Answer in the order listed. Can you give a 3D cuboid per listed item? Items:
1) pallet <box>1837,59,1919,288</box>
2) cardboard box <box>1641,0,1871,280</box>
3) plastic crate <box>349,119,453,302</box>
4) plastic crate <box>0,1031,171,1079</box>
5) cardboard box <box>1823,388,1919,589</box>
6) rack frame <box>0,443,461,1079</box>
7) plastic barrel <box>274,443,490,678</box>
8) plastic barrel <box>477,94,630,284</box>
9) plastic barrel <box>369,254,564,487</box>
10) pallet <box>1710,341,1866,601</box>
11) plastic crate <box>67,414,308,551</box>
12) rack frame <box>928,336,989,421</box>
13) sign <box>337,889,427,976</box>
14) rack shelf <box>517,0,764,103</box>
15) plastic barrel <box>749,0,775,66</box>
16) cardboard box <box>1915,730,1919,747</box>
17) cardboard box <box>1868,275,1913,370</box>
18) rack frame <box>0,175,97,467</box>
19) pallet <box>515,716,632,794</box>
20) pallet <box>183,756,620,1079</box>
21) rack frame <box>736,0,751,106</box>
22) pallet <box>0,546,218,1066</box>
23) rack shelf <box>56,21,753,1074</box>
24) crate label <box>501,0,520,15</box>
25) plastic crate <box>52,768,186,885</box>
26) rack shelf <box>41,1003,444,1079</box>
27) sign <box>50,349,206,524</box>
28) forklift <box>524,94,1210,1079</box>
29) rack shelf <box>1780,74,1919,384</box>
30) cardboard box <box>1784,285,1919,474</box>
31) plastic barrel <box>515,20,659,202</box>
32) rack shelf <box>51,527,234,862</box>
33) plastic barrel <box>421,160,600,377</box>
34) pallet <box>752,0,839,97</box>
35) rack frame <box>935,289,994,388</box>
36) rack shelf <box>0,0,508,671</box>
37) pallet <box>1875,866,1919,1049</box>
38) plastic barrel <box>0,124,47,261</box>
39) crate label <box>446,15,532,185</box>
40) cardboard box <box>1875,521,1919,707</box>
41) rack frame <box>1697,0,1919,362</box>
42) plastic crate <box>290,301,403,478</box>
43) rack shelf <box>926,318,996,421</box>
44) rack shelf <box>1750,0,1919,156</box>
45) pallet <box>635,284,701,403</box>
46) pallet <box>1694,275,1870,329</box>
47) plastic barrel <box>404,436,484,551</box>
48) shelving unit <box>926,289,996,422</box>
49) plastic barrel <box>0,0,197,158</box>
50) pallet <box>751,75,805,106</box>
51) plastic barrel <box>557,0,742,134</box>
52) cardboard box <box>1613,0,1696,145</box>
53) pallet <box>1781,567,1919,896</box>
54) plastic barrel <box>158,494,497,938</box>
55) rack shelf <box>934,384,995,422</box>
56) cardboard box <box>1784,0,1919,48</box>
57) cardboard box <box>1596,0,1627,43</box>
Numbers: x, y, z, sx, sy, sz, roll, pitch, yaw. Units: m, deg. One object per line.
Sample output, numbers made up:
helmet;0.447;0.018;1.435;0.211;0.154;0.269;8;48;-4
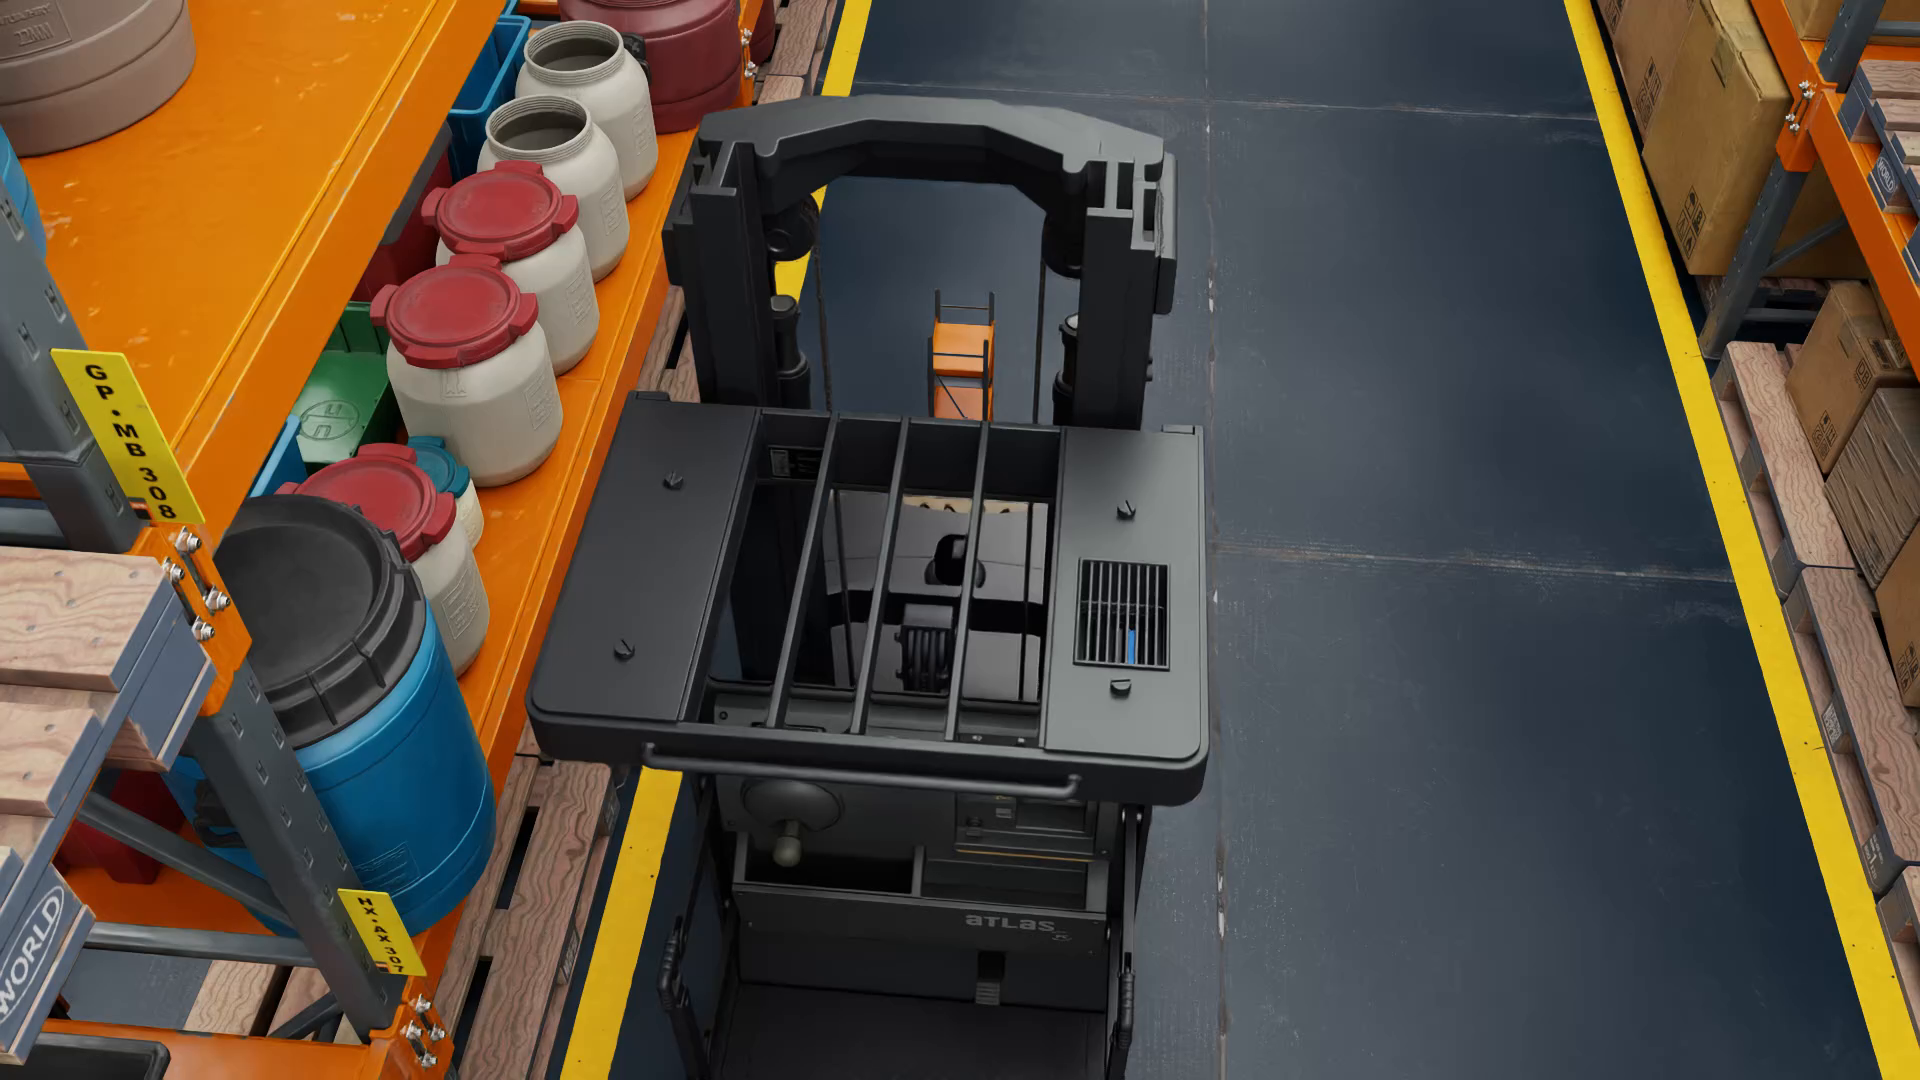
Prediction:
pallet;3.643;-1.178;5.424;1.213;0.211;1.003;4;48;4
cardboard box;3.686;-1.704;6.931;1.225;0.875;0.875;2;48;2
plastic crate;-1.782;-0.961;5.053;0.402;0.464;0.583;4;48;4
plastic crate;-1.869;1.230;3.134;0.767;0.338;0.504;4;48;4
cardboard box;3.523;-0.176;5.774;0.700;0.500;0.500;0;48;0
rack frame;-1.695;0.833;3.455;1.000;3.000;0.127;4;48;4
plastic barrel;-1.389;0.099;4.035;0.433;0.535;0.433;0;48;0
plastic barrel;-1.250;-1.064;5.115;0.421;0.512;0.421;0;48;0
plastic barrel;-1.322;-0.440;4.528;0.433;0.535;0.433;0;48;0
pallet;3.529;-0.258;6.343;1.003;0.211;1.213;4;48;4
plastic crate;-1.904;0.007;4.222;0.392;0.384;0.575;4;48;4
rack frame;-0.006;-0.304;5.817;0.200;1.050;0.008;4;48;4
sign;-1.148;0.785;3.312;0.100;0.325;0.005;4;48;4
rack shelf;-1.148;-3.333;7.753;1.077;0.370;4.000;4;48;4
plastic barrel;-1.200;-2.625;7.967;0.600;0.588;0.708;4;48;4
cardboard box;3.428;0.651;5.018;0.700;0.500;0.500;0;48;0
cardboard box;3.571;-0.837;5.870;0.500;0.250;0.500;6;48;5
rack frame;-1.695;-1.192;1.242;1.000;3.000;0.127;4;48;4
pallet;-1.553;0.295;5.837;1.003;0.211;1.213;4;48;4
pallet;-1.662;1.194;5.015;1.003;0.211;1.213;4;48;4
rack frame;-1.330;-2.106;6.144;1.000;3.000;0.127;4;48;4
pallet;-1.663;0.421;1.927;1.213;0.211;1.003;4;48;4
rack shelf;-1.512;-0.394;5.065;1.077;0.370;4.000;4;48;4
crate label;-1.742;-1.766;5.945;0.303;0.233;0.416;4;48;4
plastic crate;-1.955;0.435;3.776;0.402;0.464;0.583;4;48;4
rack shelf;-1.877;2.545;2.377;1.077;0.370;4.000;4;48;4
sign;-1.148;-0.137;2.304;0.100;0.325;0.005;4;48;4
forklift;-0.115;0.671;3.650;1.130;2.935;3.031;4;48;4
rack shelf;3.420;-0.061;4.760;1.077;0.370;4.000;4;48;4
cardboard box;3.561;-0.584;6.148;0.700;0.500;0.500;2;48;1
plastic barrel;-1.211;-1.374;5.398;0.421;0.512;0.421;0;48;0
rack shelf;-1.877;1.533;1.270;1.077;0.370;4.000;4;48;4
plastic barrel;-1.283;-0.758;4.819;0.433;0.535;0.433;0;48;0
pallet;-1.186;-2.641;8.523;1.003;0.211;1.213;4;48;4
rack frame;0.016;-0.483;5.981;0.200;1.050;0.008;4;48;4
rack shelf;-1.512;-1.406;3.958;1.077;0.370;4.000;4;48;4
pallet;3.307;1.535;4.703;1.003;0.211;1.213;4;48;4
plastic barrel;-1.865;-0.737;2.519;0.600;0.901;0.708;4;48;4
crate label;-1.690;-1.406;5.480;0.502;0.435;0.616;4;48;4
cardboard box;3.478;0.241;5.393;0.700;0.500;0.500;7;48;7
rack frame;3.602;-1.773;5.839;1.000;3.000;0.127;4;48;4
plastic crate;-1.817;-0.394;4.721;0.450;0.188;0.662;4;48;4
rack shelf;0.005;-0.578;5.697;0.215;0.259;0.240;4;48;4
rack shelf;3.784;-3.000;7.449;1.077;0.370;4.000;4;48;4
pallet;-1.439;-0.599;6.654;1.003;0.211;1.213;4;48;4
pallet;3.749;-1.406;7.393;1.003;0.211;1.213;4;48;4
plastic barrel;-1.421;-0.083;4.387;0.301;0.262;0.301;0;48;0
shelving unit;0.005;-0.394;5.899;0.215;1.050;0.252;4;48;4
plastic barrel;-1.805;-1.217;2.958;0.600;0.901;0.600;0;48;0
pallet;-1.300;-1.747;7.705;1.003;0.211;1.213;4;48;4
plastic barrel;-1.071;-1.791;5.763;0.600;0.536;0.708;4;48;4
cardboard box;3.775;-2.358;7.529;1.225;0.875;0.875;4;48;4
pallet;3.416;0.636;5.525;1.003;0.211;1.213;4;48;4
plastic barrel;-1.358;0.400;3.511;0.600;0.901;0.708;4;48;4
rack shelf;0.005;-0.386;5.906;0.215;0.259;0.240;4;48;4
cardboard box;3.400;-2.186;6.149;0.500;0.500;0.500;5;48;5
cardboard box;3.848;-3.009;8.125;1.225;0.875;0.875;2;48;2
